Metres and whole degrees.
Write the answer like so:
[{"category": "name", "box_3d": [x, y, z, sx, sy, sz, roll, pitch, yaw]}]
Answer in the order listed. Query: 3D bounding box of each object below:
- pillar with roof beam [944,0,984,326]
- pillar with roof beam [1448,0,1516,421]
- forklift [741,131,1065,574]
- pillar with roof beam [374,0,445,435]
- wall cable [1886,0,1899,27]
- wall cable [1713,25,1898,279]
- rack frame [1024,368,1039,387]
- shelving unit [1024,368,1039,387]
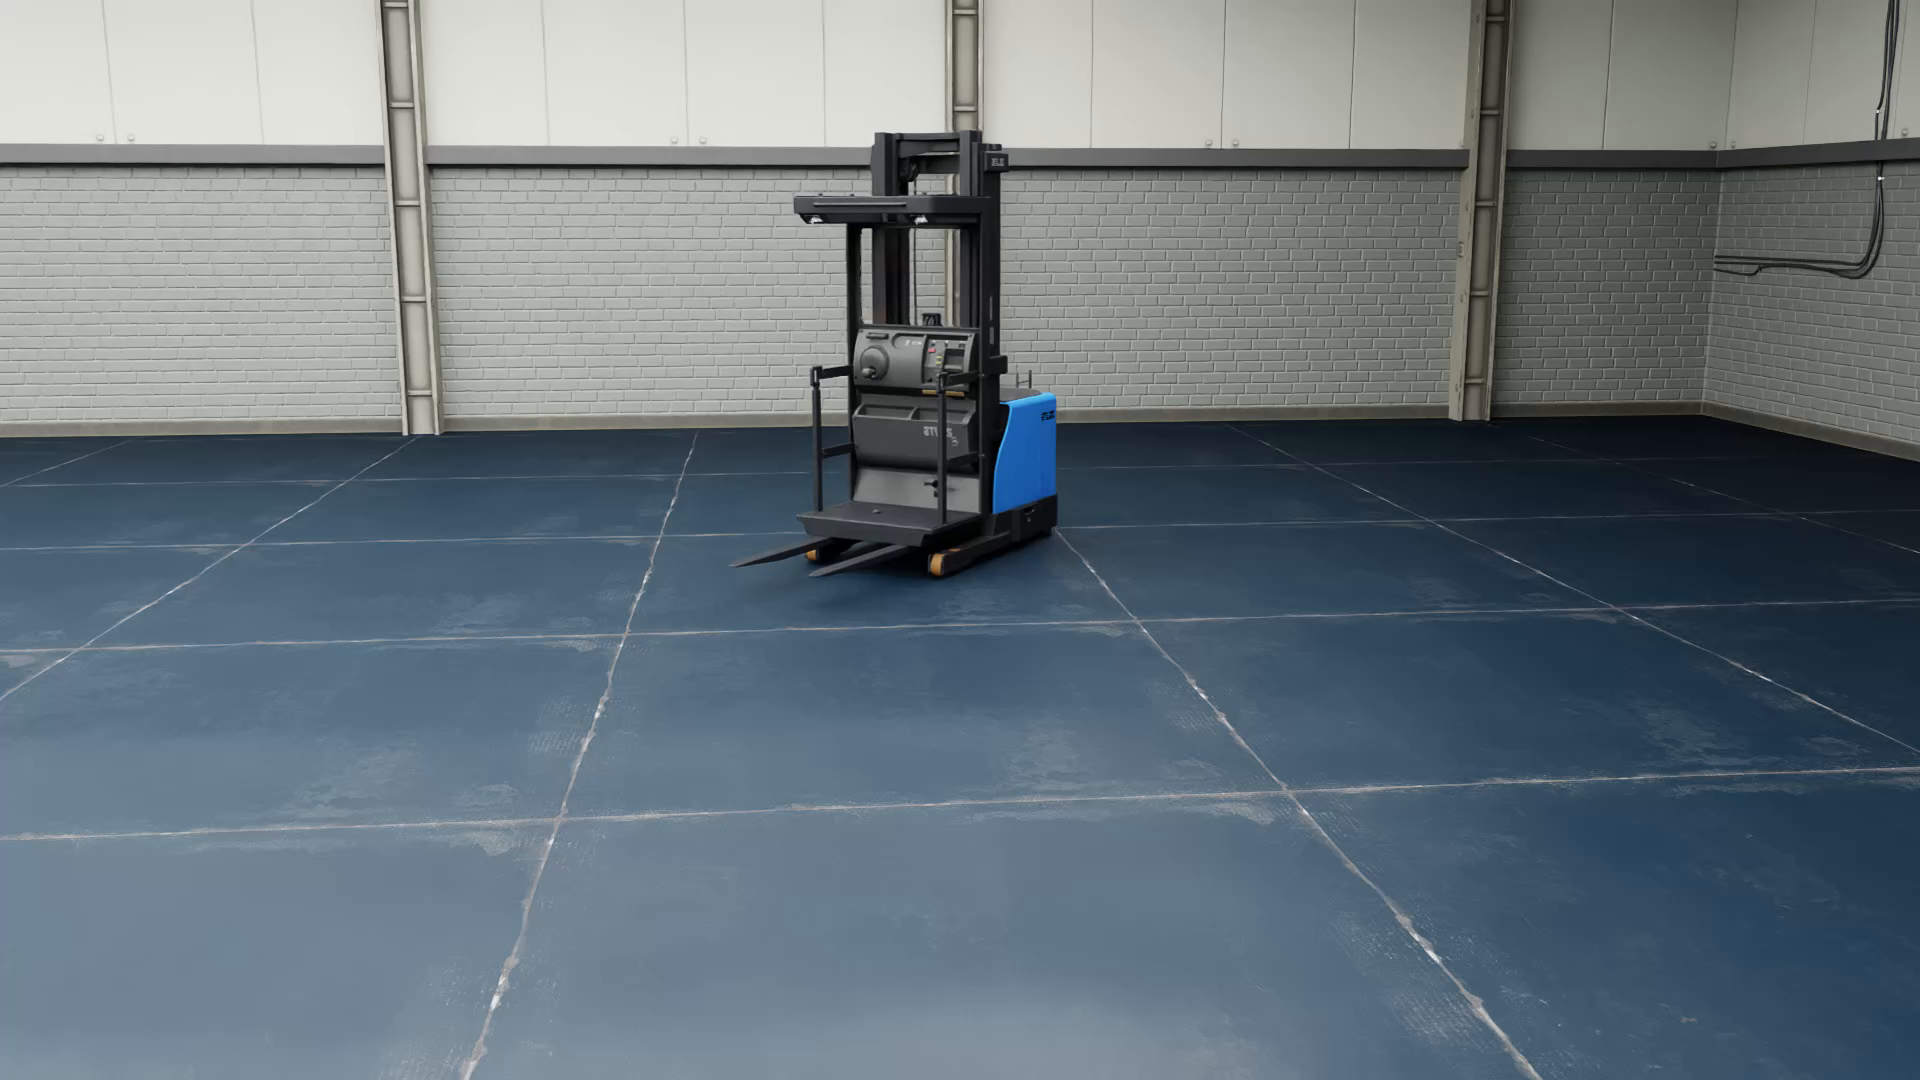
[{"category": "pillar with roof beam", "box_3d": [0.509, -4.895, 13.939, 0.400, 9.000, 9.100, -1, 11, -6]}, {"category": "pillar with roof beam", "box_3d": [6.474, -5.020, 14.575, 0.400, 9.000, 9.100, -1, 11, -6]}, {"category": "forklift", "box_3d": [-0.358, -1.308, 11.423, 1.130, 2.935, 3.031, 6, 13, 29]}, {"category": "pillar with roof beam", "box_3d": [-5.456, -4.770, 13.304, 0.400, 9.000, 9.100, -1, 11, -6]}, {"category": "wall cable", "box_3d": [9.373, -6.089, 14.970, 0.112, 2.526, 3.097, -1, 11, -6]}, {"category": "wall cable", "box_3d": [9.081, -4.130, 18.096, 0.112, 2.526, 3.097, -1, 11, -6]}, {"category": "rack frame", "box_3d": [0.554, -0.727, 12.957, 0.015, 1.200, 0.240, 6, 13, 28]}, {"category": "shelving unit", "box_3d": [0.340, -0.750, 13.072, 0.503, 1.200, 0.258, 6, 13, 28]}]
